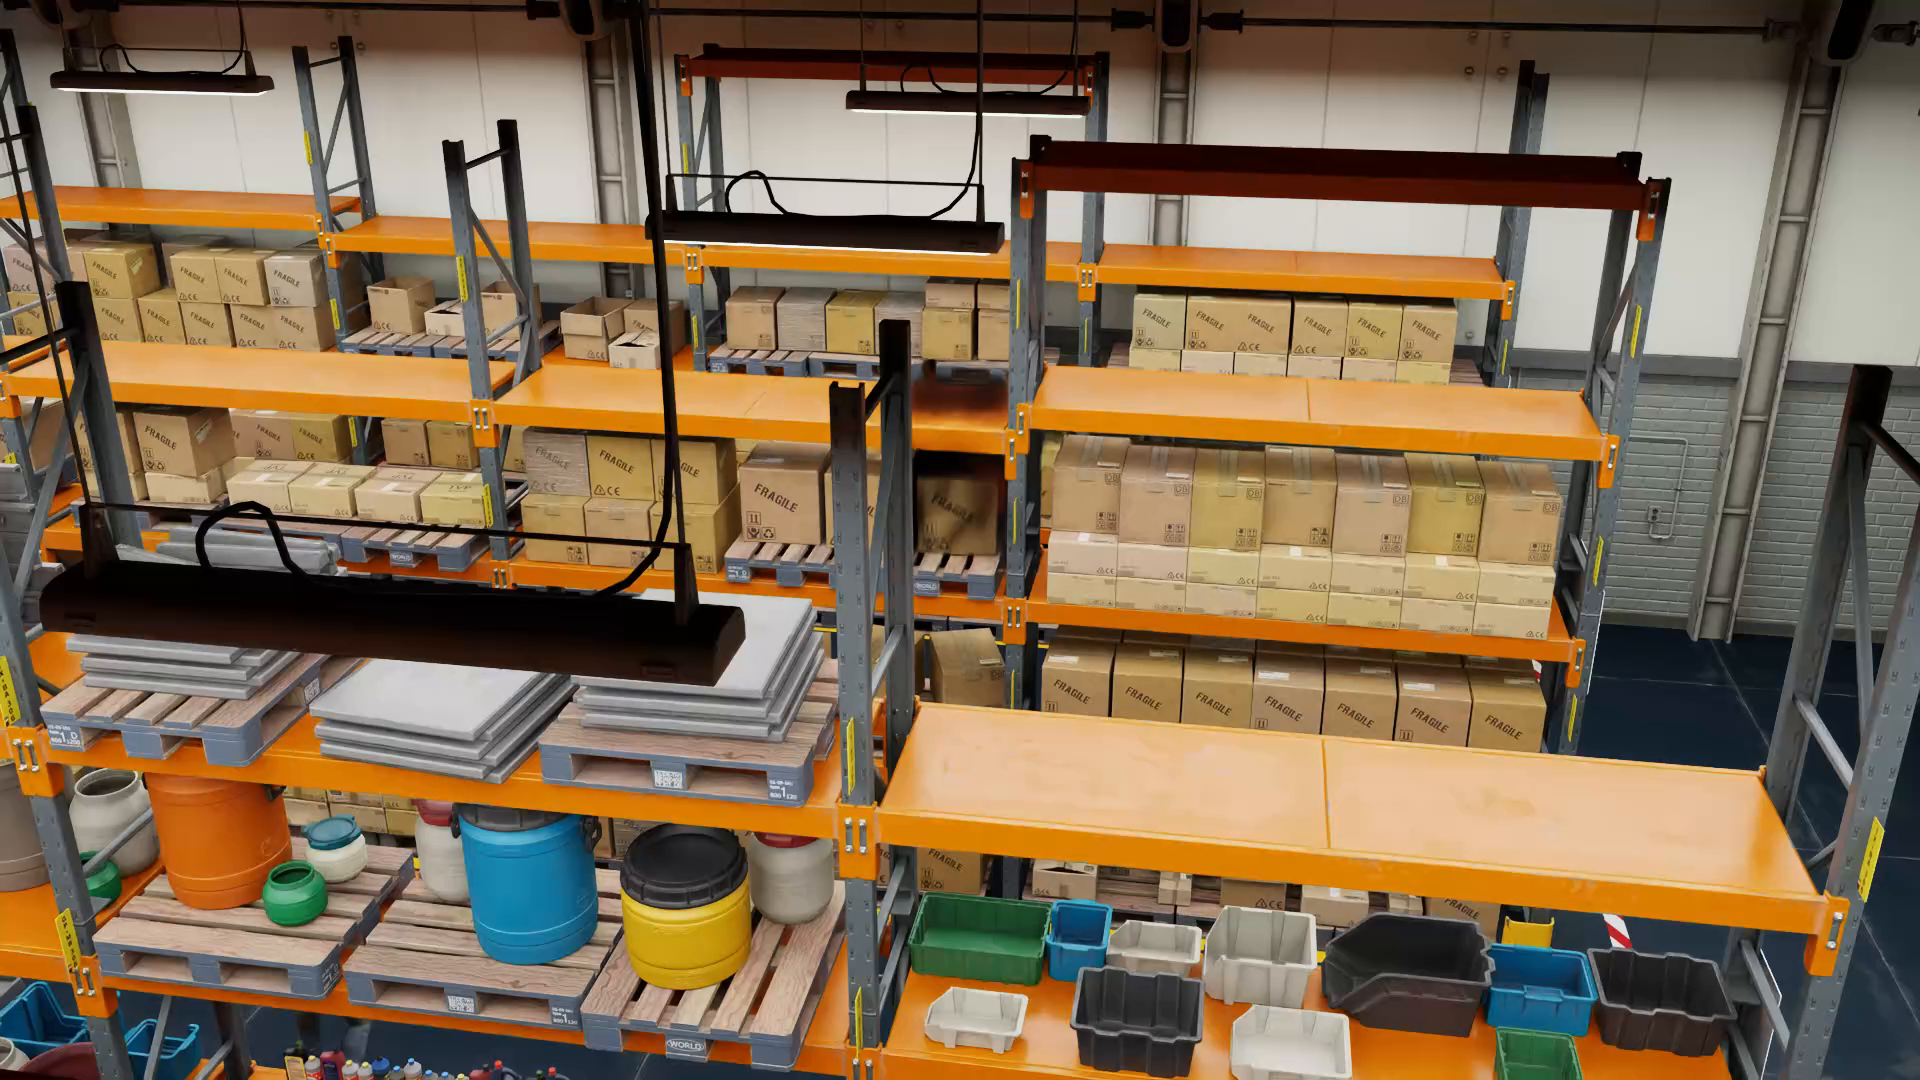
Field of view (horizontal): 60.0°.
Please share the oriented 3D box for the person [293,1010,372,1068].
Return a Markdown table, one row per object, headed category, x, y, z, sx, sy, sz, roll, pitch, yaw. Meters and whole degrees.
| category | x | y | z | sx | sy | sz | roll | pitch | yaw |
| --- | --- | --- | --- | --- | --- | --- | --- | --- | --- |
| person | -4.205 | 2.929 | 10.864 | 0.656 | 1.771 | 0.454 | -1 | 23 | -3 |
